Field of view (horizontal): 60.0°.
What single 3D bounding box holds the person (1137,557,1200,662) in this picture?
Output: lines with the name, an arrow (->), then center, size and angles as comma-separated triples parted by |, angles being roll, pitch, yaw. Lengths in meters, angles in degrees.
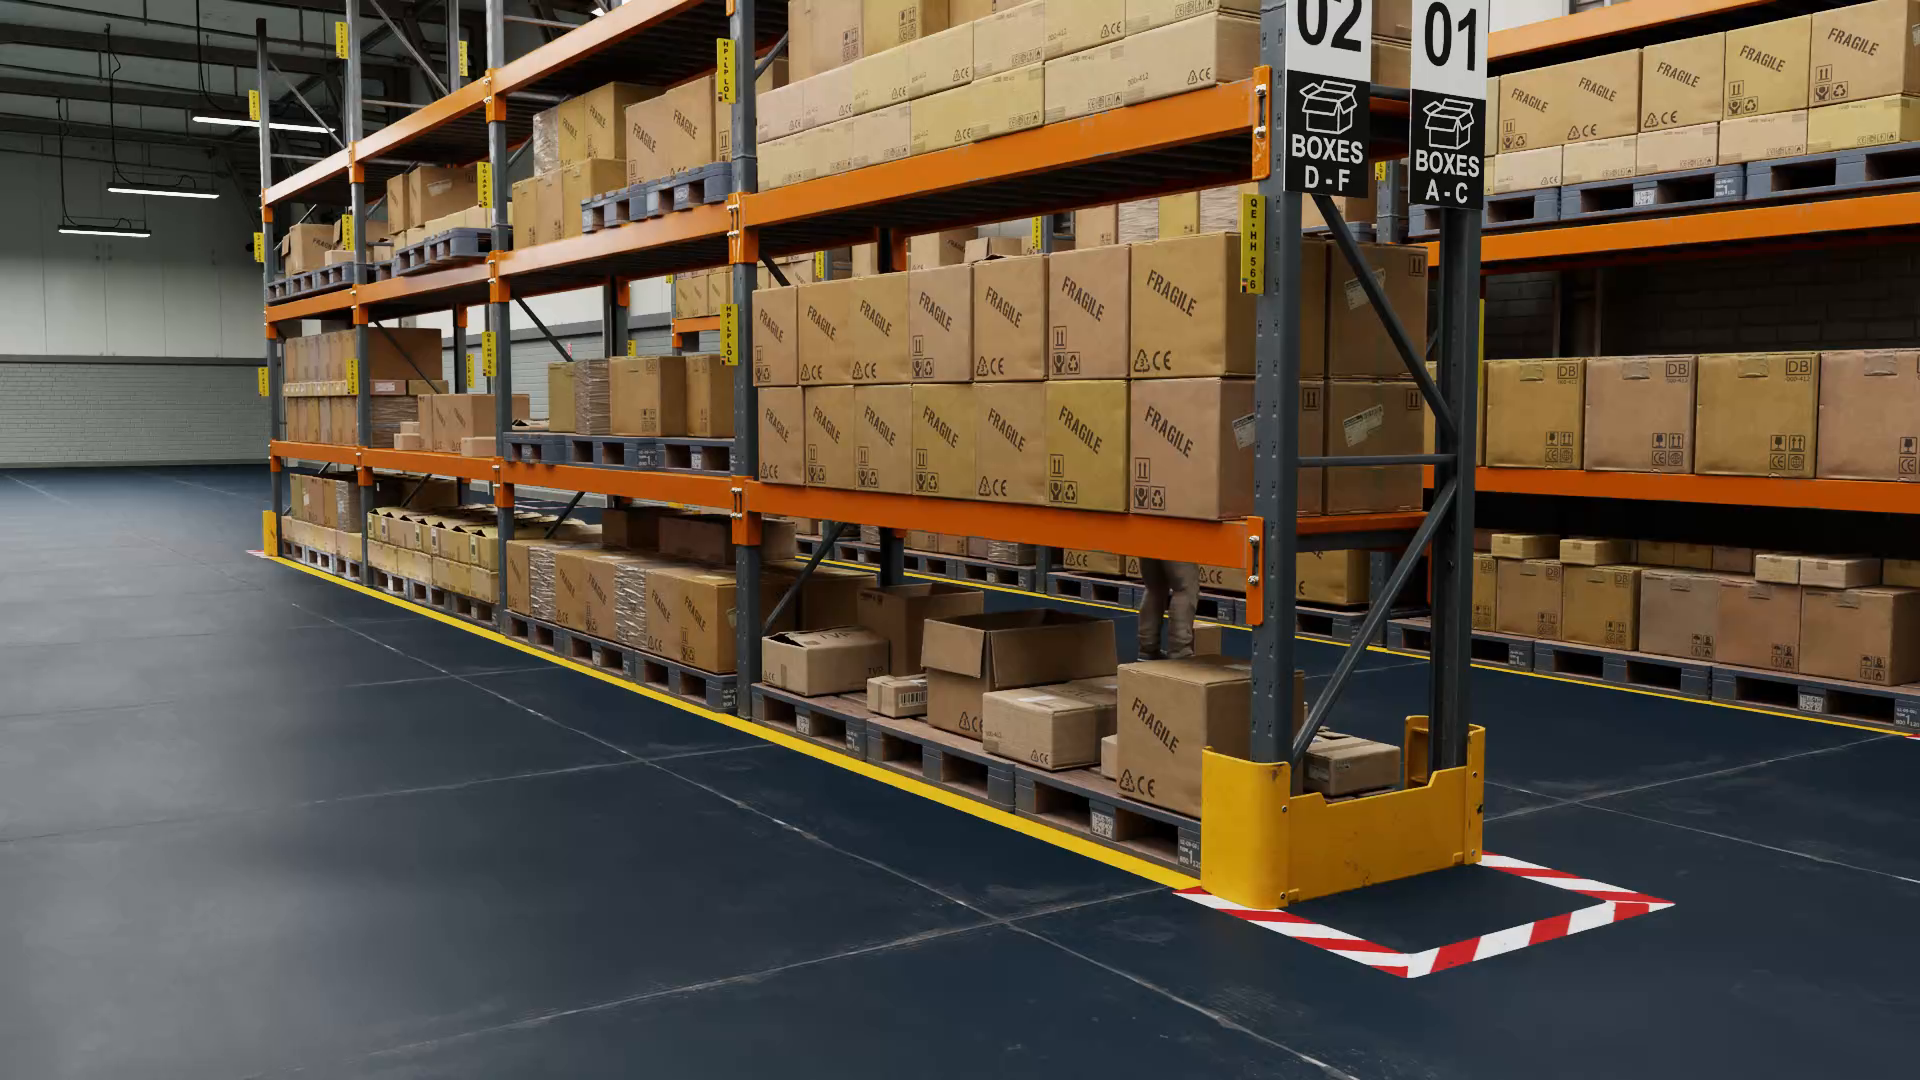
person -> 1.362, -0.038, 10.867 | 0.390, 1.727, 0.585 | -3, 6, -34
